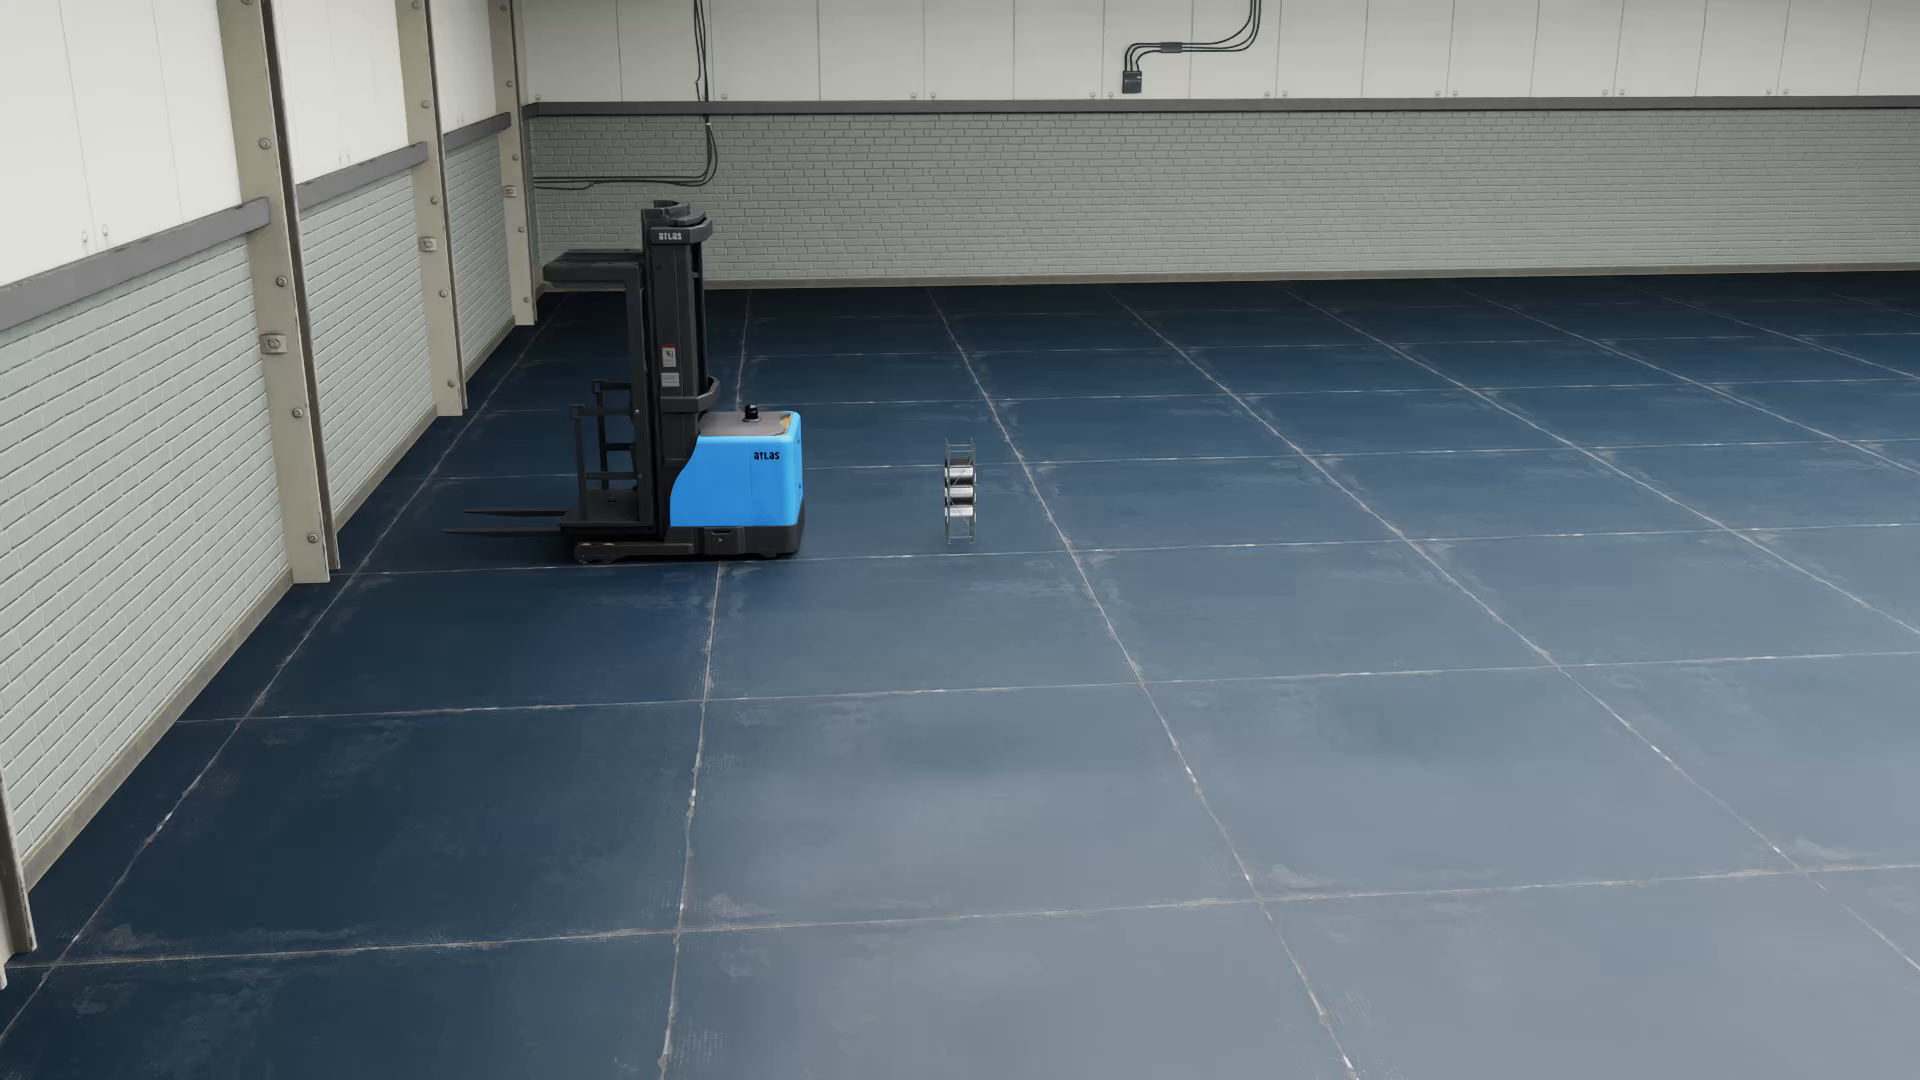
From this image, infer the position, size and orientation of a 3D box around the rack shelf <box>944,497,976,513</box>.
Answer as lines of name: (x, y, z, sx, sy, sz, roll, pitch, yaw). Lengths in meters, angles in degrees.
rack shelf: (0.001, -0.309, 14.572, 0.258, 0.077, 0.200, -2, 18, -6)

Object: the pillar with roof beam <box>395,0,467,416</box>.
pillar with roof beam: (-1.670, -5.923, 18.521, 9.100, 9.000, 0.400, -2, 18, -6)

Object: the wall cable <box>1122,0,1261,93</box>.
wall cable: (3.885, -10.408, 27.127, 2.305, 6.003, 0.169, -2, 18, -6)

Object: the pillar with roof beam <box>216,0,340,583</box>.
pillar with roof beam: (-1.051, -4.136, 12.827, 9.100, 9.000, 0.400, -2, 18, -6)

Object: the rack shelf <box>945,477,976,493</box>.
rack shelf: (0.001, -0.481, 14.518, 0.258, 0.077, 0.200, -2, 18, -6)

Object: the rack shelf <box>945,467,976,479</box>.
rack shelf: (0.001, -0.567, 14.491, 0.258, 0.077, 0.200, -2, 18, -6)

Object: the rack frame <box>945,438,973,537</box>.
rack frame: (-0.010, -0.457, 14.631, 0.240, 0.900, 0.006, -2, 18, -6)

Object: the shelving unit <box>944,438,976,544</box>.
shelving unit: (0.001, -0.427, 14.535, 0.258, 0.900, 0.210, -2, 18, -6)

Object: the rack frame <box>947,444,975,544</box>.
rack frame: (0.011, -0.397, 14.438, 0.240, 0.900, 0.006, -2, 18, -6)

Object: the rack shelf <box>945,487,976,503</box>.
rack shelf: (0.001, -0.395, 14.545, 0.258, 0.077, 0.200, -2, 18, -6)

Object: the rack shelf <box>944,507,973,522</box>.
rack shelf: (0.001, -0.223, 14.598, 0.258, 0.077, 0.200, -2, 18, -6)

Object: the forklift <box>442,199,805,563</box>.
forklift: (-2.904, -1.367, 14.137, 3.031, 2.935, 1.130, 0, 17, -1)

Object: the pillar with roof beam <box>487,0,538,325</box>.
pillar with roof beam: (-2.288, -7.711, 24.215, 9.100, 9.000, 0.400, -2, 18, -6)

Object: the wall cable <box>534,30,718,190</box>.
wall cable: (-5.559, -7.015, 27.182, 3.097, 2.526, 0.112, -2, 18, -6)

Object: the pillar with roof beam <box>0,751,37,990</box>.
pillar with roof beam: (-0.432, -2.348, 7.133, 9.100, 9.000, 0.400, -2, 18, -6)

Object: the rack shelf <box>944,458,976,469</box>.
rack shelf: (0.001, -0.653, 14.464, 0.258, 0.077, 0.200, -2, 18, -6)

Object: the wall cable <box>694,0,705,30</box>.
wall cable: (-2.868, -9.508, 26.692, 3.097, 2.526, 0.112, -2, 18, -6)
